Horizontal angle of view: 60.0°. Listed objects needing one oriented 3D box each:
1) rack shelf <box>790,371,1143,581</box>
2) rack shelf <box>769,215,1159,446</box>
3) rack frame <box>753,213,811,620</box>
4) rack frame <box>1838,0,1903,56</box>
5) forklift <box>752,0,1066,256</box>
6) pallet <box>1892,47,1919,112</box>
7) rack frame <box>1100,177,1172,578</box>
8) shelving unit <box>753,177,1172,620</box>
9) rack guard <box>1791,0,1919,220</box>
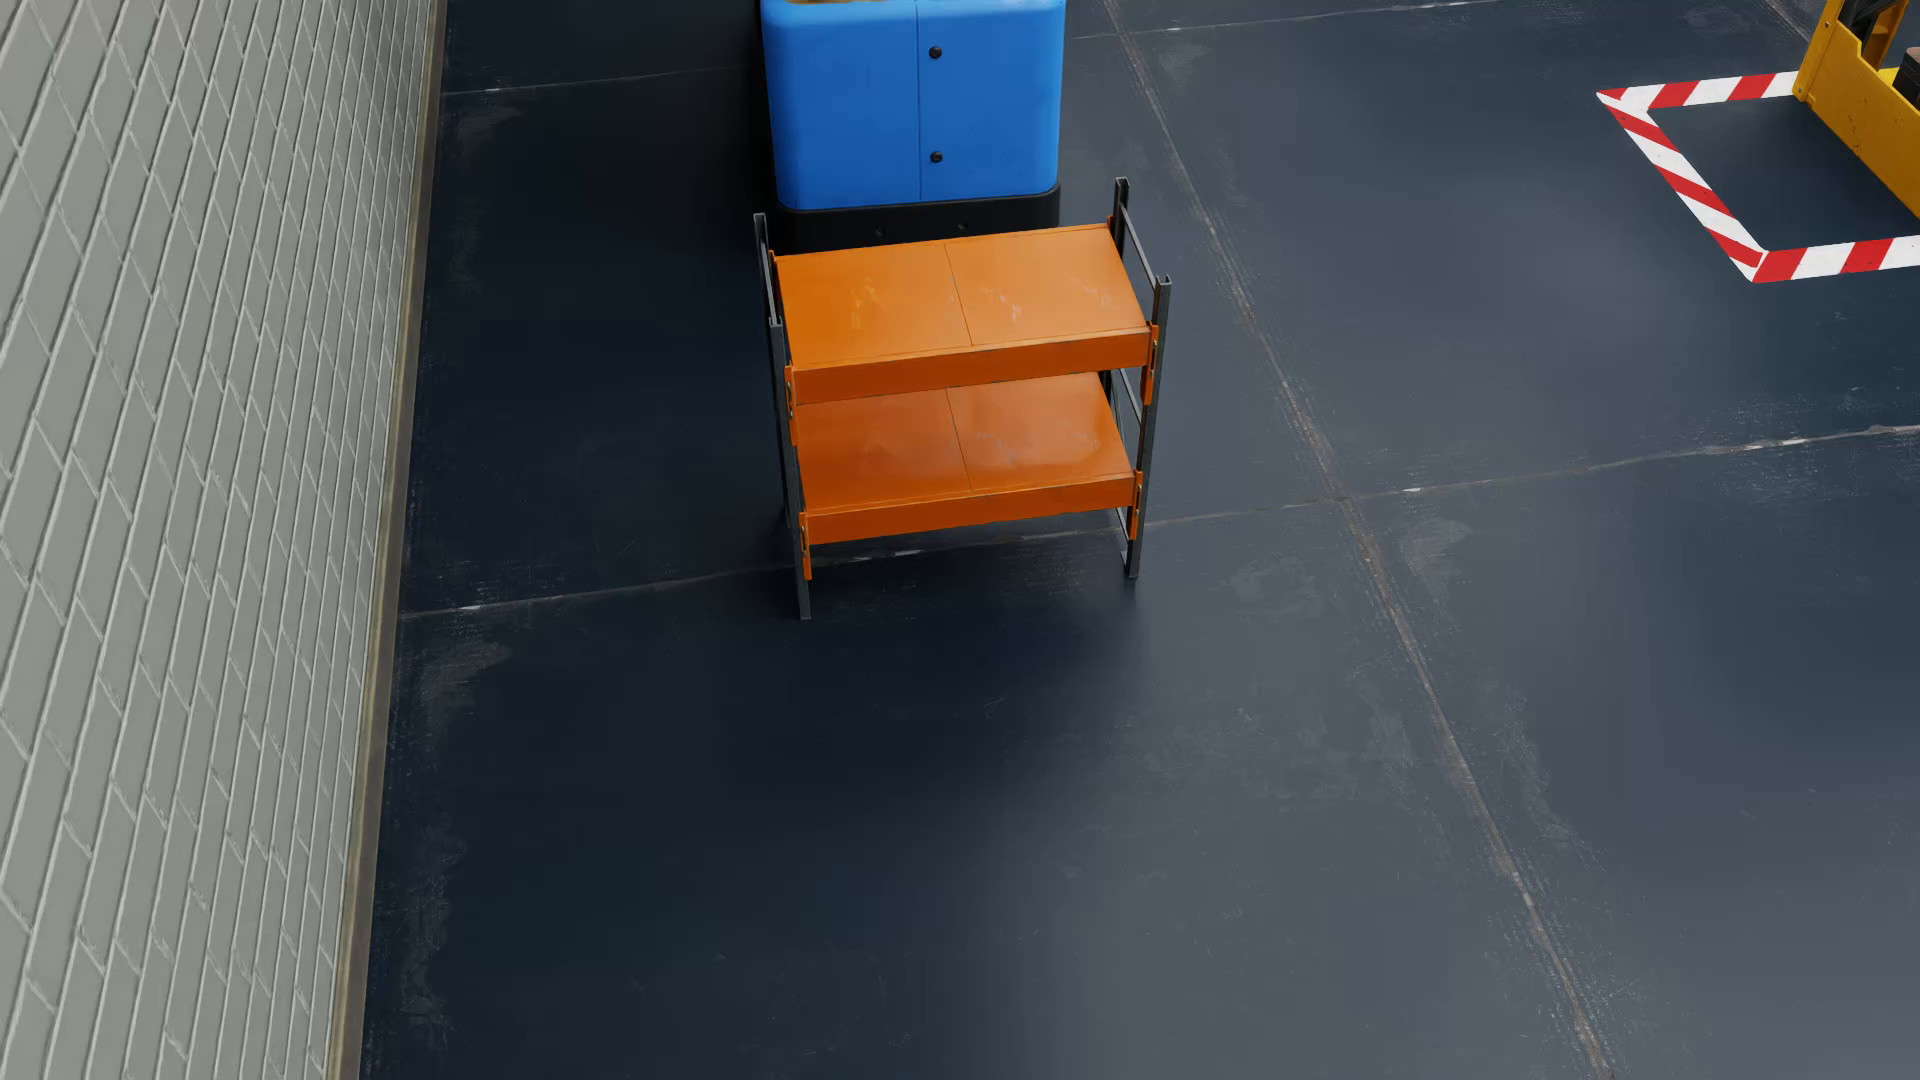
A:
[{"bbox_3d":[-0.007,-0.220,5.020,1.000,0.278,0.538,-7,46,-7],"label":"rack shelf"},{"bbox_3d":[-0.007,-0.593,4.633,1.000,0.278,0.538,-7,46,-7],"label":"rack shelf"},{"bbox_3d":[-0.508,-0.327,4.784,0.032,1.125,0.500,-7,46,-7],"label":"rack frame"},{"bbox_3d":[3.730,-2.581,5.654,0.127,3.000,1.000,-7,46,-7],"label":"rack frame"},{"bbox_3d":[-0.321,-3.090,6.192,1.130,2.935,3.031,-5,46,-5],"label":"forklift"},{"bbox_3d":[4.611,-1.697,6.739,1.213,0.211,1.003,-7,46,-7],"label":"pallet"},{"bbox_3d":[0.494,-0.452,4.904,0.032,1.125,0.500,-7,46,-7],"label":"rack frame"},{"bbox_3d":[-0.007,-0.389,4.844,1.048,1.125,0.538,-7,46,-7],"label":"shelving unit"},{"bbox_3d":[3.805,-1.723,6.563,0.348,0.500,1.175,-7,46,-7],"label":"rack guard"}]
